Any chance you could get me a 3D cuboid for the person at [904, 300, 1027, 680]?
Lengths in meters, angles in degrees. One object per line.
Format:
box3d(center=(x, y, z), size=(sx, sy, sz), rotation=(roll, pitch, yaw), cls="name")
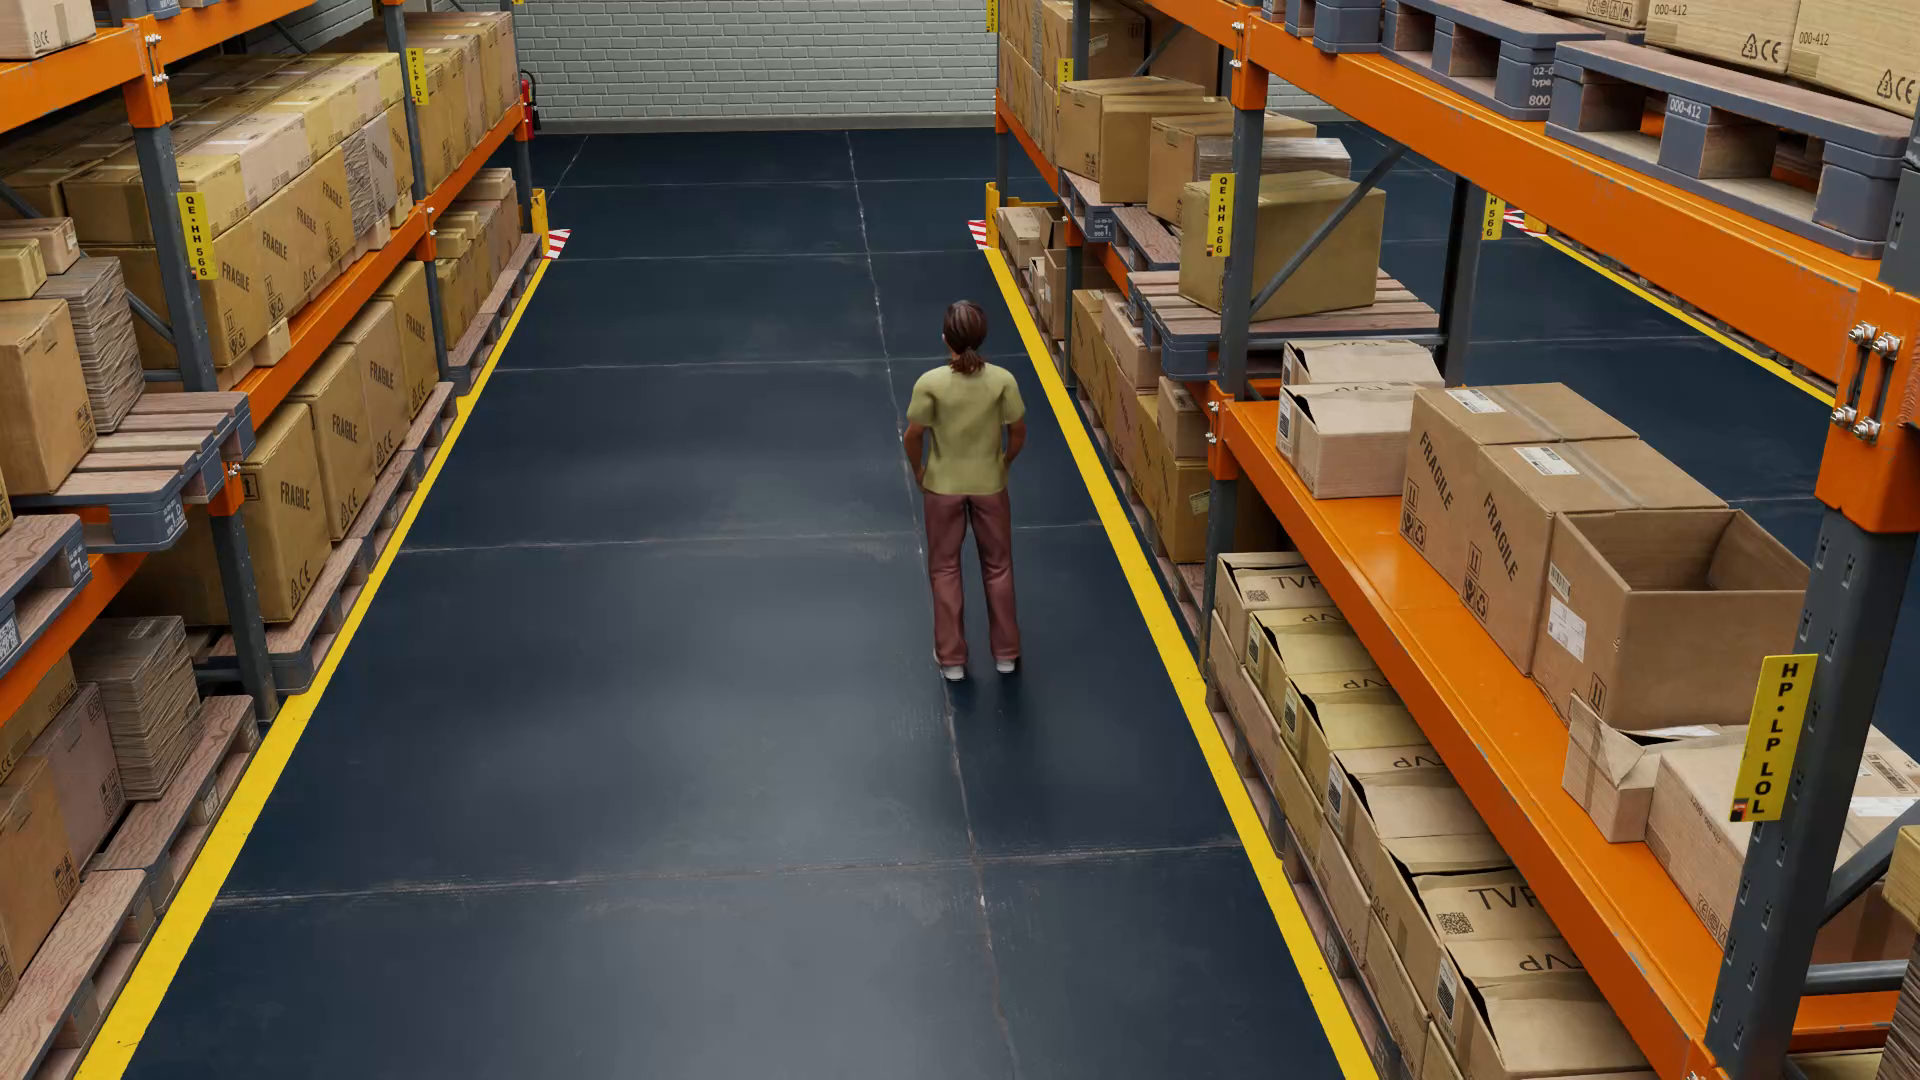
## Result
box3d(center=(0.019, -0.210, 7.082), size=(0.519, 1.668, 0.394), rotation=(-2, 24, -5), cls="person")
